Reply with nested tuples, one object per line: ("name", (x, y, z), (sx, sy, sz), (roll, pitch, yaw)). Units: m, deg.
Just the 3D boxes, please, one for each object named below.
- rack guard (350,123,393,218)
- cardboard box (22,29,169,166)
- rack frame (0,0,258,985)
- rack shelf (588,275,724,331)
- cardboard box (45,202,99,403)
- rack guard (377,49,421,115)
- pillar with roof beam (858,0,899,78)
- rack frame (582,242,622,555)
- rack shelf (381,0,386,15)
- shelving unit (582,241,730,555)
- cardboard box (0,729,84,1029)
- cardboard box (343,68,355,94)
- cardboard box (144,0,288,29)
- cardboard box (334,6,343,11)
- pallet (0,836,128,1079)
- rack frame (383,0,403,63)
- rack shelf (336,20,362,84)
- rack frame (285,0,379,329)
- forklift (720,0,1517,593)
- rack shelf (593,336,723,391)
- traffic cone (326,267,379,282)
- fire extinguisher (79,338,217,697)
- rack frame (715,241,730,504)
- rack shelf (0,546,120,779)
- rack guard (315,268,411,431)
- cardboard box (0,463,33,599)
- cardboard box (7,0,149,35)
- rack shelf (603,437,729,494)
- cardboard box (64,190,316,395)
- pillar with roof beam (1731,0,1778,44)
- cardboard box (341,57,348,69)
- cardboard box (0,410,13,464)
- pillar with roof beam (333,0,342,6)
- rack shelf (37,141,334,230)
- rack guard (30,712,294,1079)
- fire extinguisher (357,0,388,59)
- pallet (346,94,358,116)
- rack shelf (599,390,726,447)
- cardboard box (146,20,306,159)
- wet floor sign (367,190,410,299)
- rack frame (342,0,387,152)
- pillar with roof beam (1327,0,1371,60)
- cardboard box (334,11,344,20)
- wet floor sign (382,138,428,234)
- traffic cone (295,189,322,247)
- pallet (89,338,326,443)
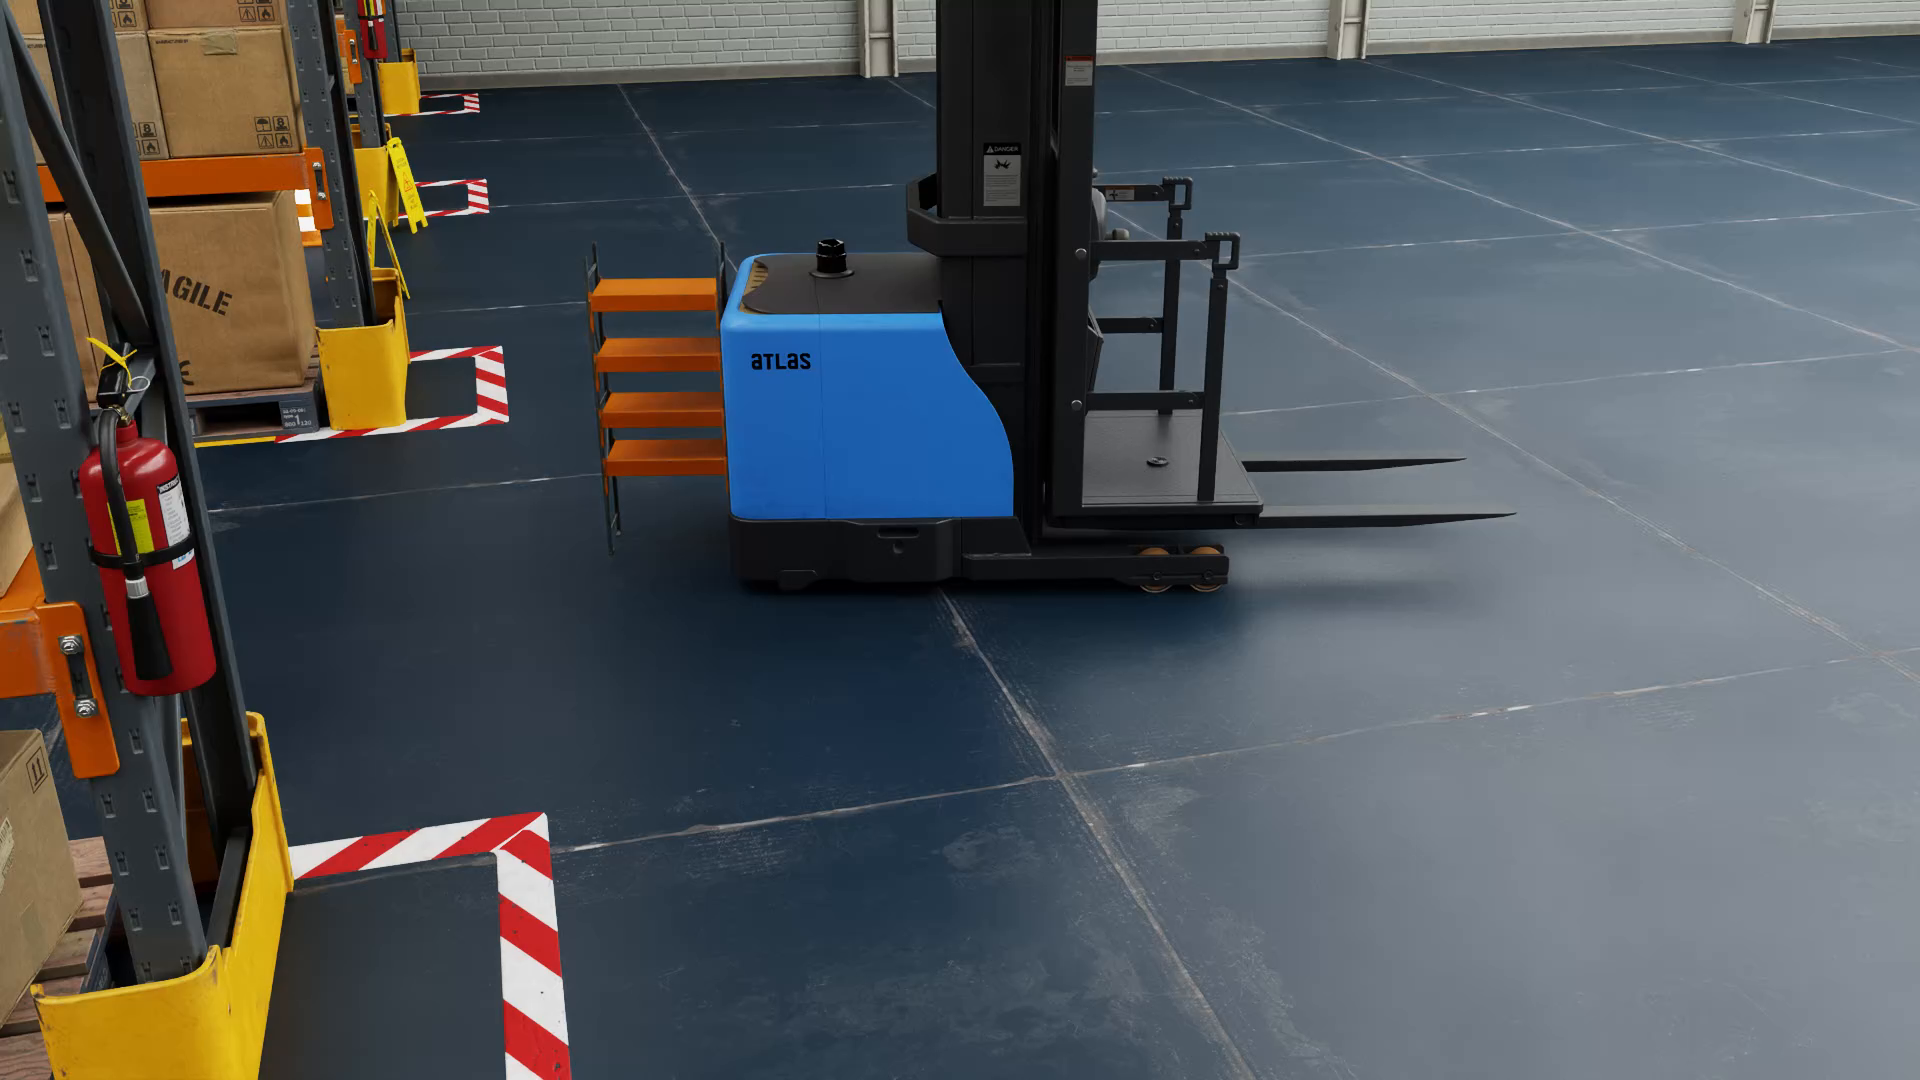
("rack guard", (-4.535, -2.843, 12.741), (0.348, 0.500, 1.175), (-6, 24, -14))
("cardboard box", (-3.896, -2.076, 7.594), (0.550, 0.550, 0.875), (-6, 24, -14))
("rack frame", (-1.785, -0.237, 3.498), (0.127, 3.000, 1.000), (-6, 24, -14))
("rack shelf", (-1.150, -0.904, 6.339), (0.480, 0.148, 0.258), (-1, 23, -2))
("cardboard box", (-4.509, -1.156, 7.801), (0.875, 0.875, 0.875), (-7, 24, -15))
("rack guard", (-5.783, -4.737, 17.157), (0.348, 0.500, 1.175), (-6, 24, -14))
("pillar with roof beam", (0.220, -7.913, 13.780), (0.400, 9.000, 9.100), (-6, 24, -14))
("rack frame", (-1.394, -0.539, 6.485), (0.015, 1.200, 0.240), (-1, 23, -2))
("rack shelf", (-7.732, -5.340, 16.303), (4.000, 0.370, 1.077), (-6, 24, -14))
("shelving unit", (-1.150, -0.543, 6.494), (0.503, 1.200, 0.258), (-1, 23, -2))
("cardboard box", (-2.391, 0.779, 3.768), (0.500, 0.500, 0.500), (-2, 23, -5))
("cardboard box", (-6.173, -4.643, 16.721), (0.500, 0.250, 0.500), (-6, 24, -14))
("cardboard box", (-3.395, -2.671, 7.612), (0.550, 0.550, 0.875), (-6, 24, -14))
("cardboard box", (-6.320, -5.293, 16.968), (0.500, 0.250, 0.500), (-7, 24, -15))
("pallet", (-2.650, 1.126, 3.859), (1.213, 0.211, 1.003), (-6, 24, -14))
("rack frame", (-5.806, -5.884, 16.658), (0.127, 3.000, 1.000), (-6, 24, -14))
("rack shelf", (-6.388, -3.456, 11.912), (4.000, 0.370, 1.077), (-6, 24, -14))
("rack frame", (-3.027, -2.131, 7.912), (0.127, 3.000, 1.000), (-6, 24, -14))
("forklift", (0.630, -1.356, 6.194), (3.031, 2.935, 1.130), (-1, 23, -2))
("rack shelf", (-1.150, -0.687, 6.432), (0.480, 0.148, 0.258), (-1, 23, -2))
("traffic cone", (-3.900, -1.913, 10.621), (0.334, 0.463, 0.336), (-6, 24, -14))
("fire extinguisher", (-1.550, -0.039, 3.134), (0.183, 0.674, 0.296), (-6, 24, -14))
("rack frame", (-0.906, -0.547, 6.502), (0.015, 1.200, 0.240), (-1, 23, -2))
("rack shelf", (-3.711, 0.307, 3.144), (4.000, 0.370, 1.077), (-6, 24, -14))
("rack guard", (-3.004, -0.985, 8.411), (0.348, 0.500, 1.175), (-6, 24, -14))
("cardboard box", (-2.004, -0.013, 3.294), (0.250, 0.149, 0.380), (-6, 24, -14))
("cardboard box", (-3.900, -2.578, 7.394), (0.550, 0.550, 0.875), (-6, 24, -14))
("rack shelf", (-1.150, -0.299, 6.599), (0.480, 0.148, 0.258), (-1, 23, -2))
("cardboard box", (-3.663, -1.250, 8.021), (0.875, 0.875, 0.875), (-6, 24, -14))
("pillar with roof beam", (11.774, -9.191, 16.759), (0.400, 9.000, 9.100), (-6, 24, -14))
("cardboard box", (-6.191, -4.872, 16.621), (0.500, 0.250, 0.500), (-7, 24, -15))
("cardboard box", (-2.124, -0.182, 3.688), (0.250, 0.149, 0.380), (-6, 24, -14))
("pillar with roof beam", (-5.557, -7.274, 12.290), (0.400, 9.000, 9.100), (-6, 24, -14))
("rack shelf", (-4.953, -1.587, 7.557), (4.000, 0.370, 1.077), (-6, 24, -14))
("rack guard", (-1.858, 0.920, 3.972), (0.348, 0.500, 1.175), (-6, 24, -14))
("fire extinguisher", (-4.227, -3.801, 11.903), (0.183, 0.674, 0.296), (-6, 24, -14))
("pallet", (-6.531, -4.505, 16.981), (1.213, 0.211, 1.003), (-6, 24, -14))
("rack shelf", (-1.150, -0.481, 6.520), (0.480, 0.148, 0.258), (-1, 23, -2))
("cardboard box", (-3.373, -2.143, 7.750), (0.550, 0.550, 0.875), (-6, 24, -14))
("wet floor sign", (-3.534, -1.804, 10.135), (0.232, 0.644, 0.267), (-11, 25, -23))
("rack frame", (-4.462, -3.999, 12.267), (0.127, 3.000, 1.000), (-6, 24, -14))
("pillar with roof beam", (5.997, -8.552, 15.269), (0.400, 9.000, 9.100), (-6, 24, -14))
("cardboard box", (-6.165, -5.105, 16.530), (0.500, 0.250, 0.500), (-5, 24, -13))
("wet floor sign", (-3.990, -2.531, 11.831), (0.232, 0.644, 0.267), (2, 23, 4))
("traffic cone", (-4.527, -2.298, 11.519), (0.334, 0.463, 0.336), (-6, 24, -14))
("pallet", (-3.776, -0.735, 8.194), (1.213, 0.211, 1.003), (-6, 24, -14))
